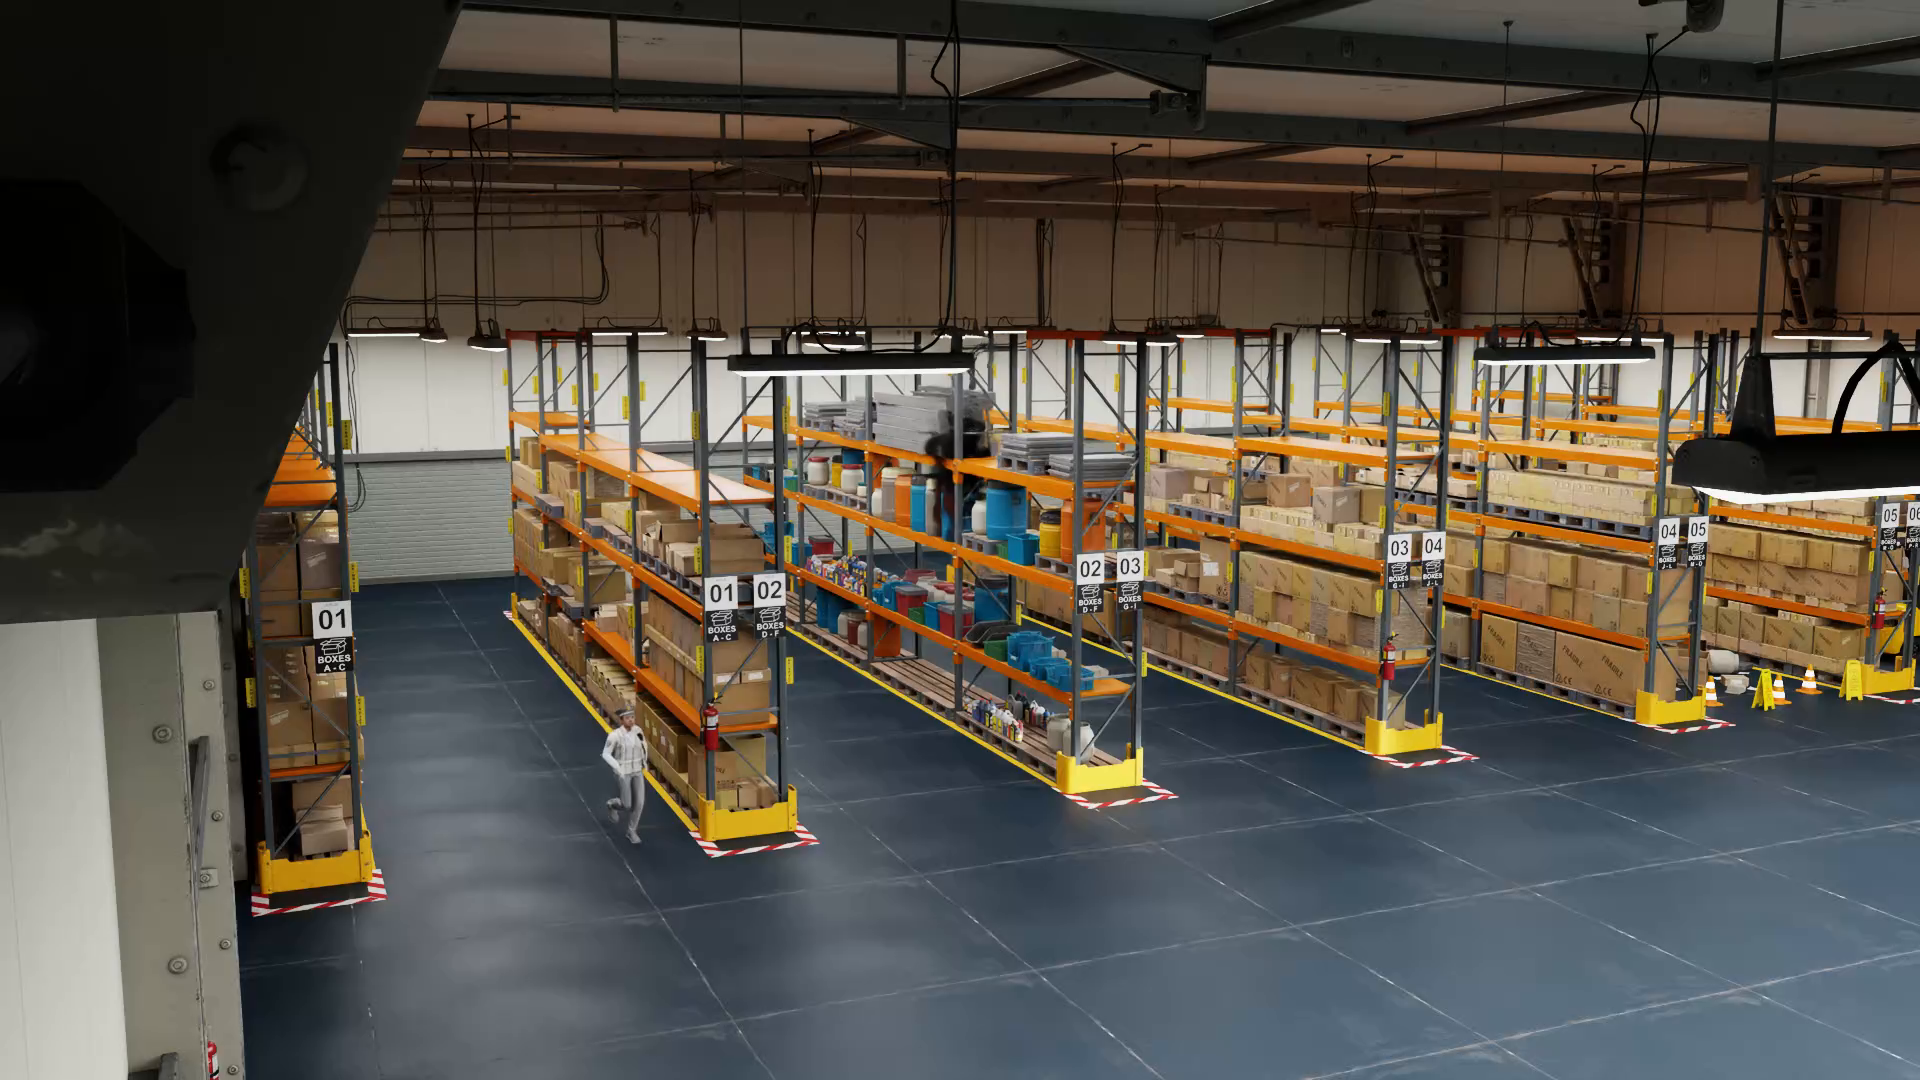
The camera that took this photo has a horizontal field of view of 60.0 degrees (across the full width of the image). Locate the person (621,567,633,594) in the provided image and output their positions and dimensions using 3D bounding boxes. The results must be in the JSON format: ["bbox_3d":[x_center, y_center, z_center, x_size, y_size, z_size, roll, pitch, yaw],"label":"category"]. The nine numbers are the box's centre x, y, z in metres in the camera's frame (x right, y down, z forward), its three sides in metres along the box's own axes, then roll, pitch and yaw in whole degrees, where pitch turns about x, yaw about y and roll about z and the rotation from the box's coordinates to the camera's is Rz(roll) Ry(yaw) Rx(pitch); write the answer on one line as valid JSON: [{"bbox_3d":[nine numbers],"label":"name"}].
[{"bbox_3d":[-7.088,0.673,35.286,0.688,1.774,0.860,-5,9,-32],"label":"person"}]

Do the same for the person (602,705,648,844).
[{"bbox_3d":[-4.035,2.799,20.142,0.622,1.674,0.664,-6,10,-38],"label":"person"}]
